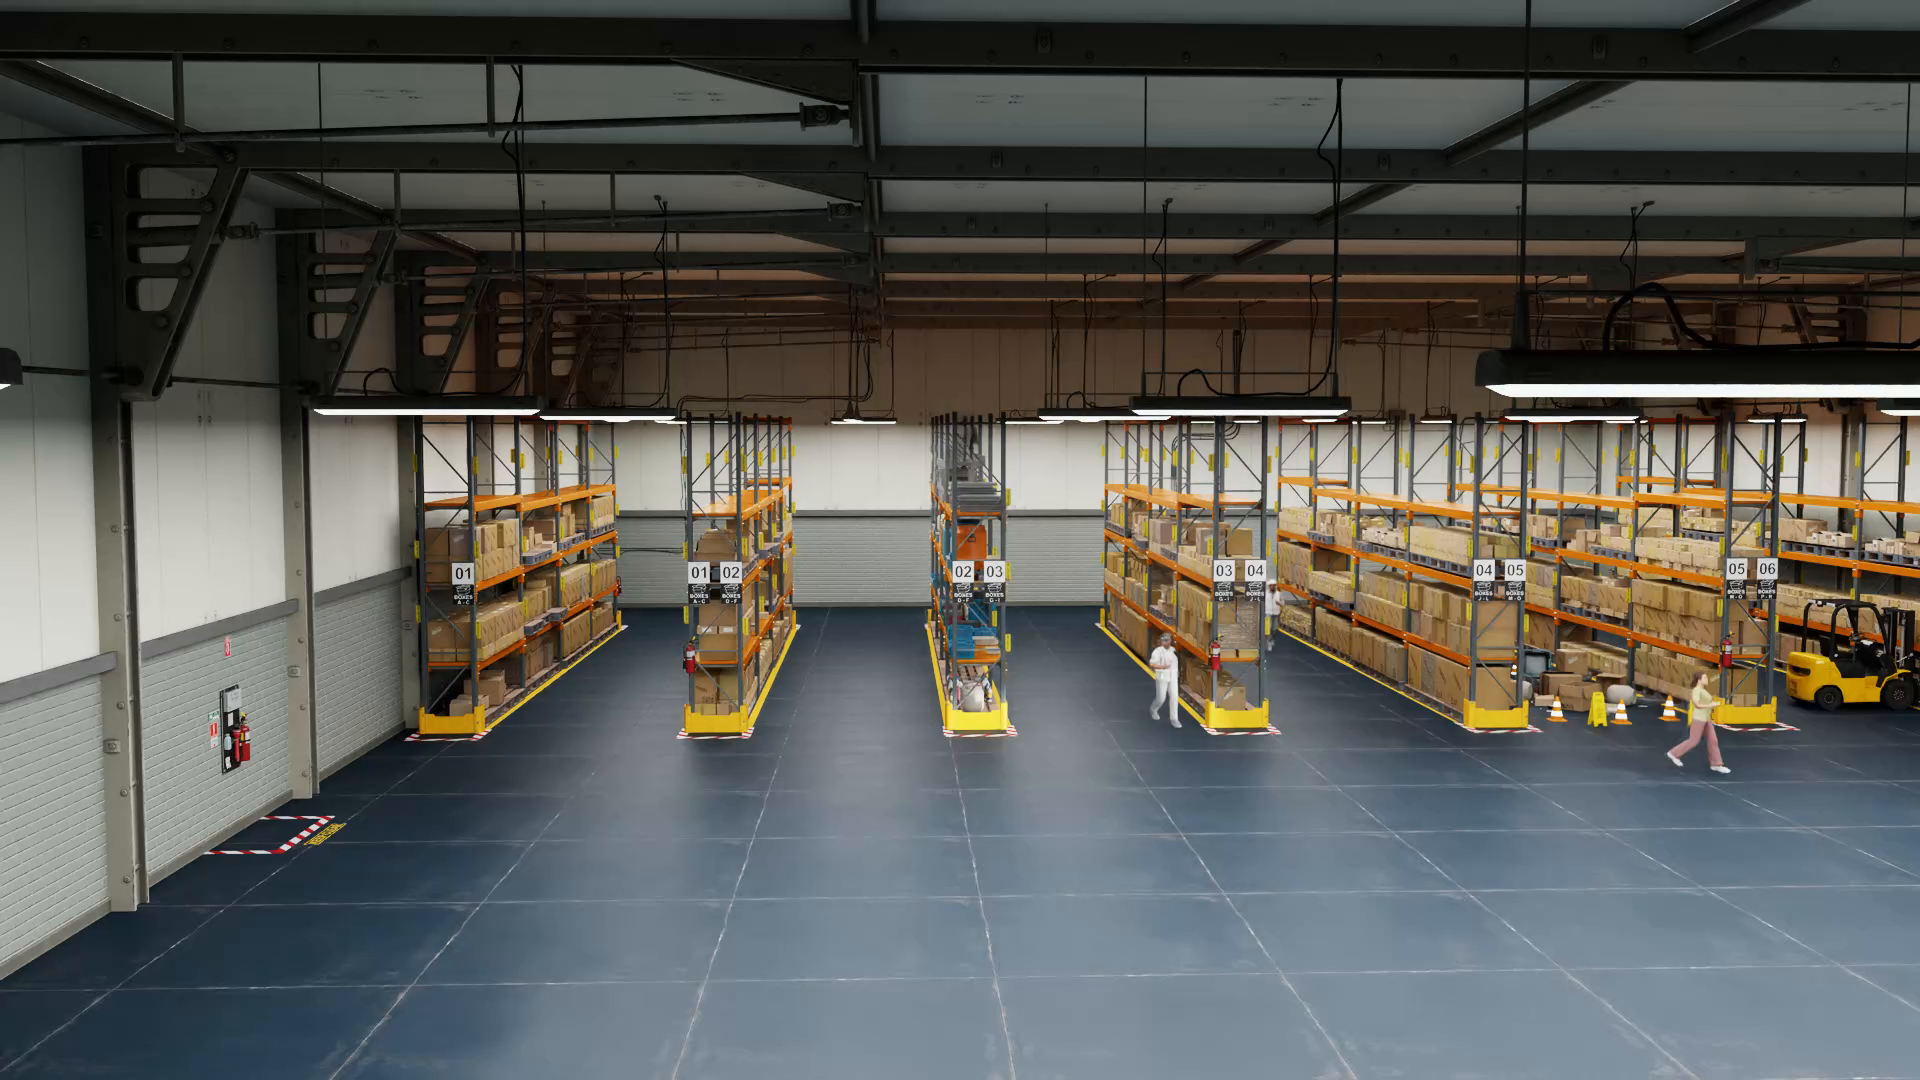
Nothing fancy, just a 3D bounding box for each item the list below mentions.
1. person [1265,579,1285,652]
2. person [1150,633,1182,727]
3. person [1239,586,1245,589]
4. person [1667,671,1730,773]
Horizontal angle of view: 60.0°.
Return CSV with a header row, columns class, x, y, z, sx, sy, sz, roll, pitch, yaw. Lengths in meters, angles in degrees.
class,x,y,z,sx,sy,sz,roll,pitch,yaw
person,8.011,1.919,42.731,0.635,1.817,0.836,0,4,-2
person,3.946,2.646,31.791,0.665,1.760,0.967,-1,4,-19
person,8.389,1.649,48.701,0.521,1.551,0.755,-2,5,-32
person,12.257,2.990,27.528,0.960,1.652,0.575,3,5,39
